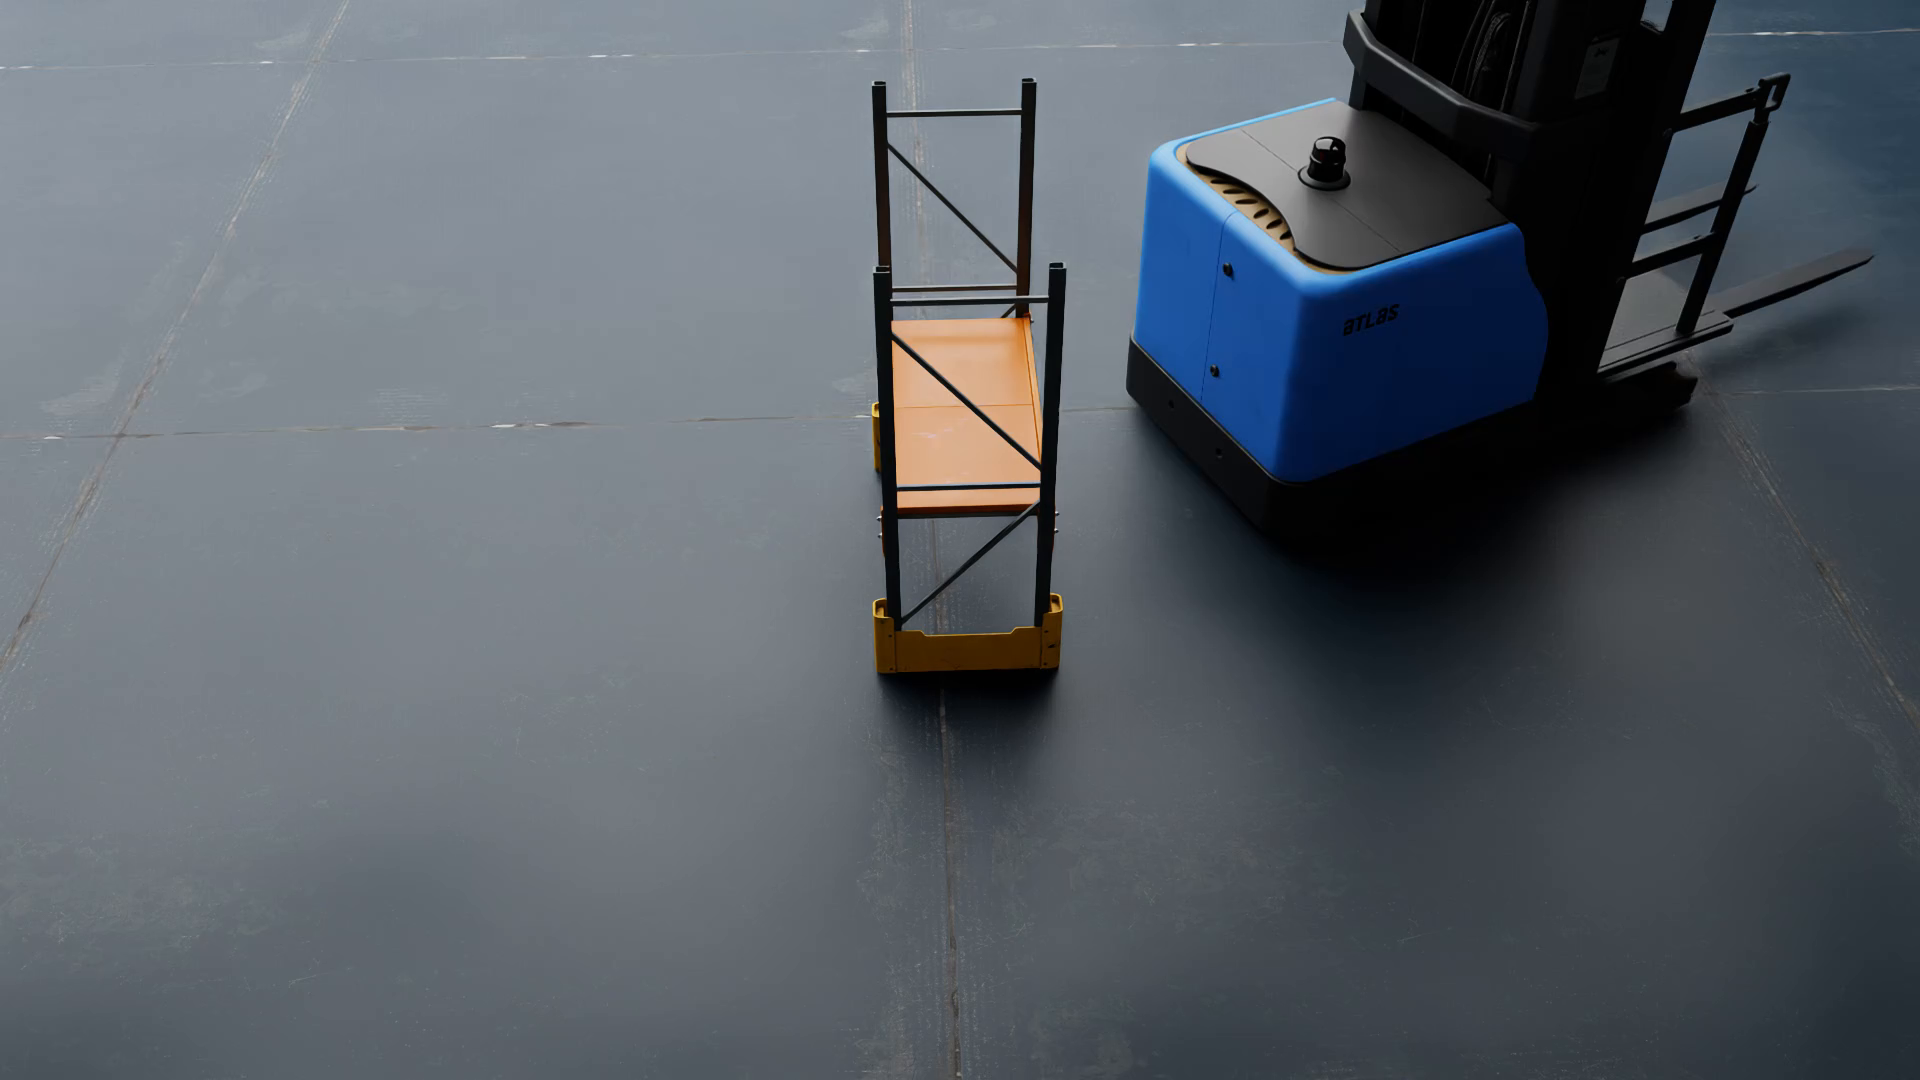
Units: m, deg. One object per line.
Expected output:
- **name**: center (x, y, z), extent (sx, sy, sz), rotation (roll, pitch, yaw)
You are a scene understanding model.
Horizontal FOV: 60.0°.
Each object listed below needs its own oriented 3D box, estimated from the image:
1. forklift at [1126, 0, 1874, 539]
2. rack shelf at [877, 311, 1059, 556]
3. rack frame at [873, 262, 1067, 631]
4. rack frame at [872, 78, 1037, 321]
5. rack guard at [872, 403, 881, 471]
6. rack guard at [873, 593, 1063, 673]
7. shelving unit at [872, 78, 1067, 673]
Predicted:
- **forklift**: center (2.174, -1.790, 5.534), extent (3.031, 2.935, 1.130), rotation (-19, 46, -20)
- **rack shelf**: center (0.004, -0.363, 5.302), extent (0.538, 0.185, 1.000), rotation (-2, 43, -2)
- **rack frame**: center (0.025, -0.152, 4.806), extent (0.500, 1.500, 0.032), rotation (-2, 43, -2)
- **rack frame**: center (-0.018, -0.838, 5.555), extent (0.500, 1.500, 0.032), rotation (-2, 43, -2)
- **rack guard**: center (-0.018, -0.377, 5.976), extent (0.587, 0.250, 0.087), rotation (-2, 43, -2)
- **rack guard**: center (0.024, 0.296, 5.243), extent (0.587, 0.250, 0.087), rotation (-2, 43, -2)
- **shelving unit**: center (0.003, -0.501, 5.187), extent (0.587, 1.500, 1.083), rotation (-2, 43, -2)
